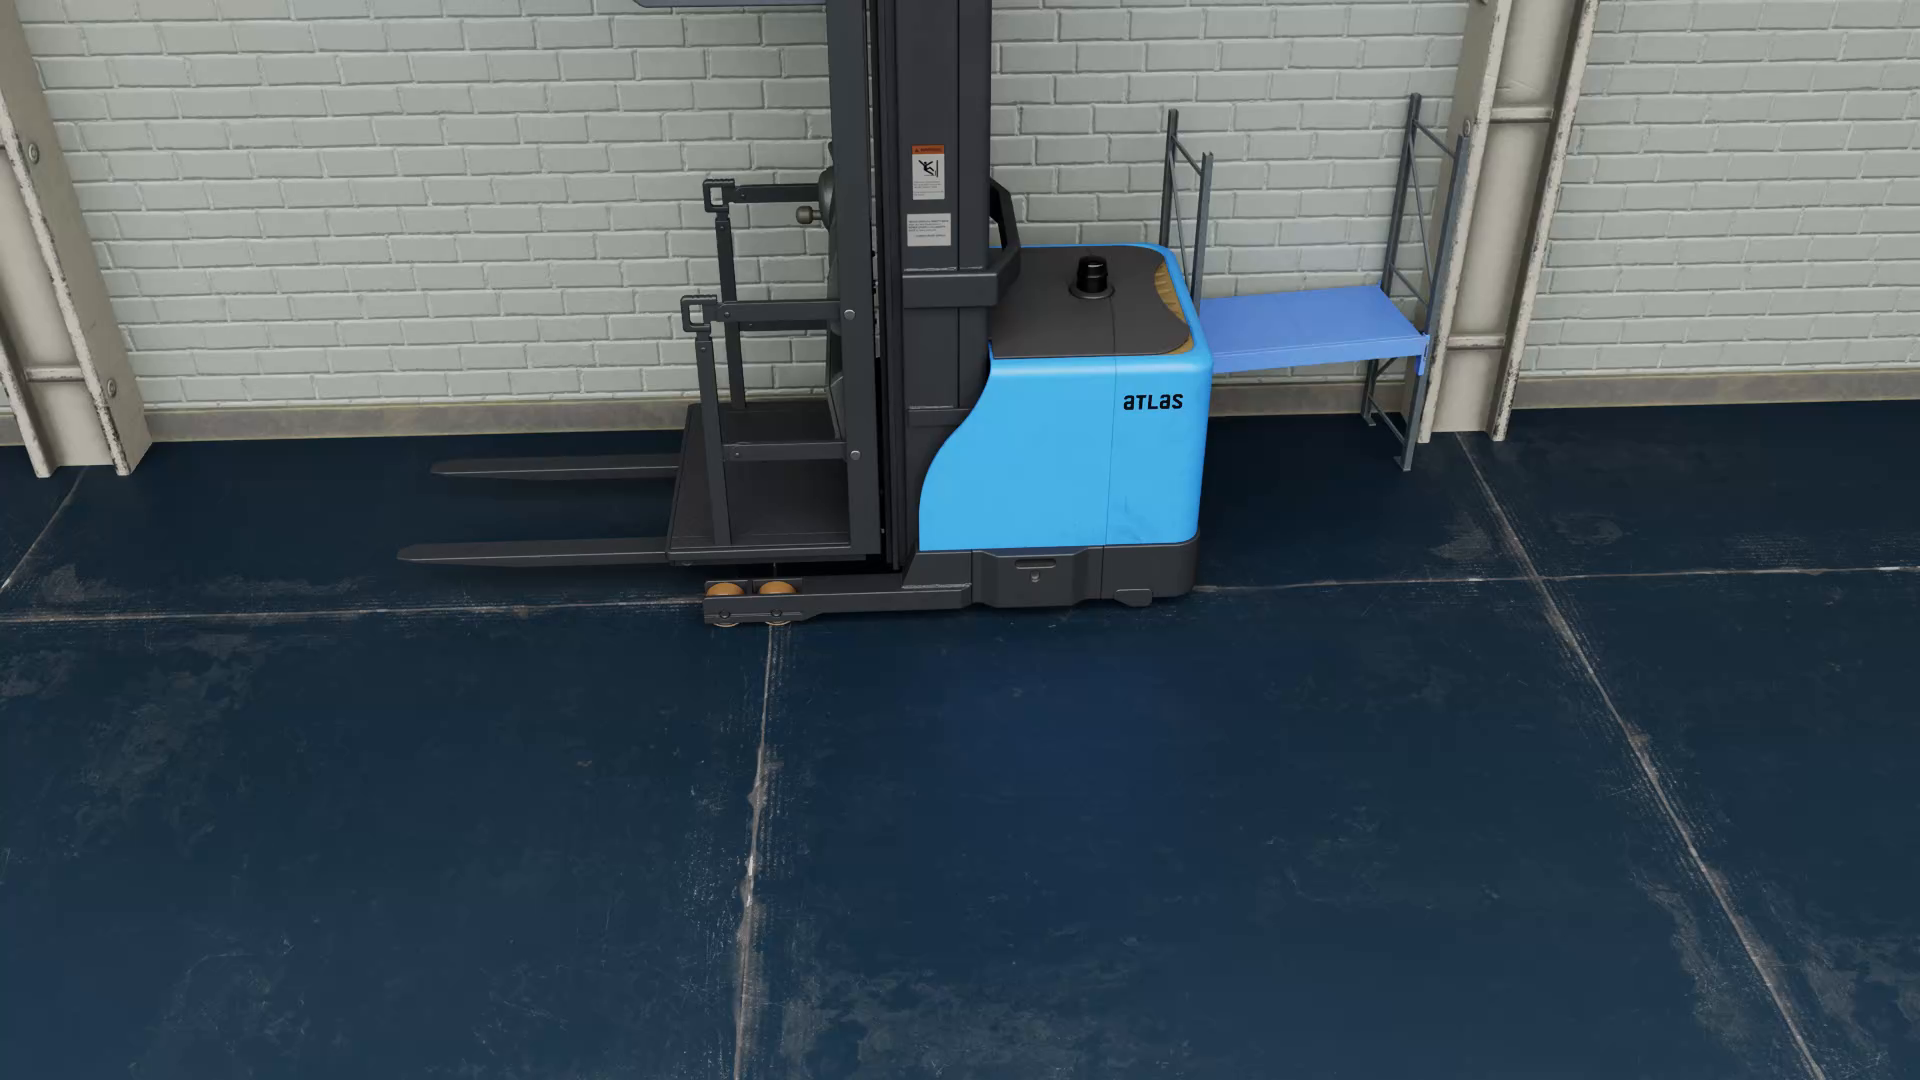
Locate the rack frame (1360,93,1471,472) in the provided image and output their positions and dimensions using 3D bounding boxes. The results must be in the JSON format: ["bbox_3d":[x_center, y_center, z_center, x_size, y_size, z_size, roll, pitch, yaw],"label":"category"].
[{"bbox_3d":[1.884,-1.053,6.954,0.032,1.500,0.500,-6,35,-8],"label":"rack frame"}]

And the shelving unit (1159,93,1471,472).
[{"bbox_3d":[1.384,-1.001,6.879,1.048,1.500,0.538,-6,35,-8],"label":"shelving unit"}]

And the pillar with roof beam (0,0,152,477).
[{"bbox_3d":[-3.573,-1.615,1.177,0.400,9.000,9.100,-2,35,-2],"label":"pillar with roof beam"}]

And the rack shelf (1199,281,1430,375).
[{"bbox_3d":[1.384,-0.853,6.981,1.000,0.185,0.538,-6,35,-8],"label":"rack shelf"}]

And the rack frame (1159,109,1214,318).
[{"bbox_3d":[0.884,-0.949,6.804,0.032,1.500,0.500,-6,35,-8],"label":"rack frame"}]

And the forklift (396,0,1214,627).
[{"bbox_3d":[-0.629,-1.187,5.889,3.031,2.935,1.130,-2,35,-2],"label":"forklift"}]

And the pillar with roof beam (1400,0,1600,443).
[{"bbox_3d":[2.421,-1.777,1.410,0.400,9.000,9.100,-2,35,-2],"label":"pillar with roof beam"}]
